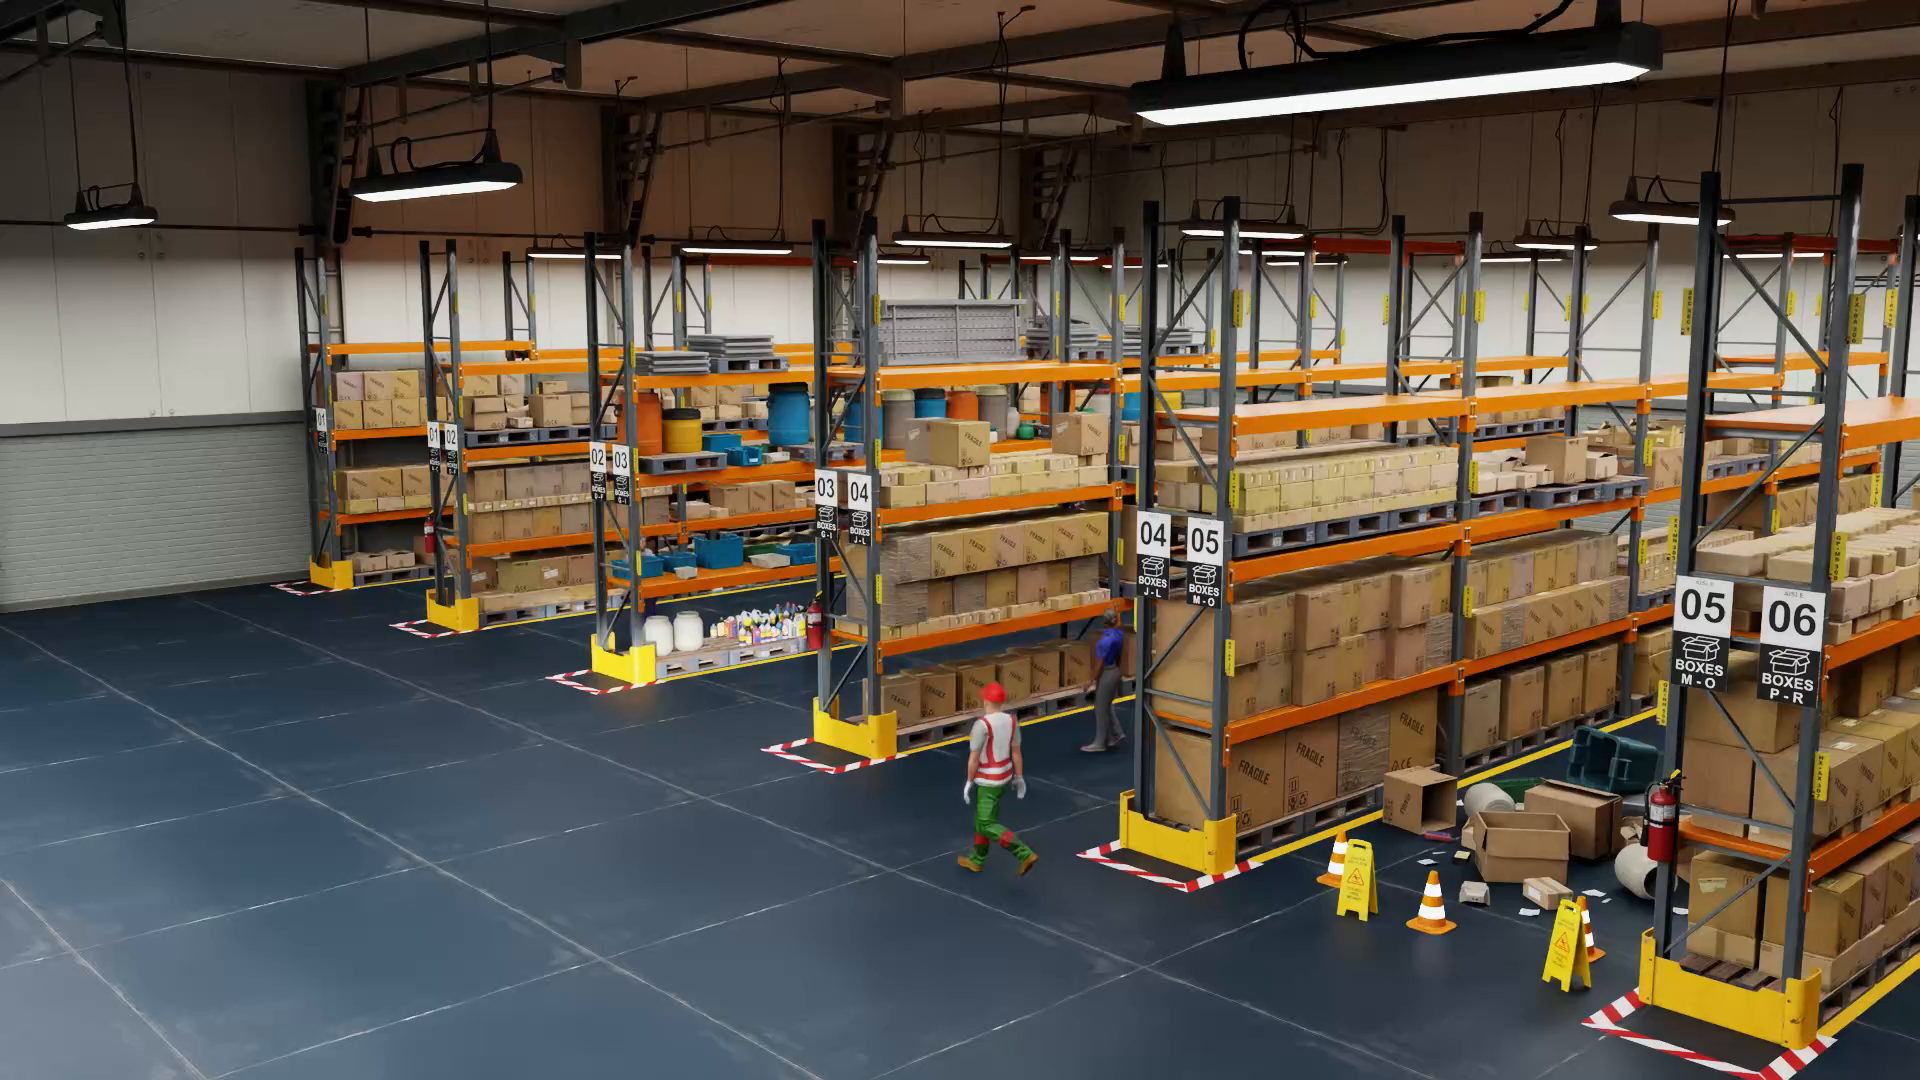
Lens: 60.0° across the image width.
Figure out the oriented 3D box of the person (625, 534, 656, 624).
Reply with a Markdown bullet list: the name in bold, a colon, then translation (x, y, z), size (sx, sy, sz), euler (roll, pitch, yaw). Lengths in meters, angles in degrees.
- **person**: translation (-4.749, 0.725, 24.823), size (0.495, 1.643, 0.362), euler (-6, 11, -37)

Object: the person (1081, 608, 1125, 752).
- **person**: translation (1.637, 1.601, 18.925), size (0.477, 1.666, 0.517), euler (2, 9, 16)

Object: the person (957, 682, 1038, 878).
- **person**: translation (0.310, 2.146, 14.751), size (0.904, 1.774, 0.496), euler (4, 9, 25)
